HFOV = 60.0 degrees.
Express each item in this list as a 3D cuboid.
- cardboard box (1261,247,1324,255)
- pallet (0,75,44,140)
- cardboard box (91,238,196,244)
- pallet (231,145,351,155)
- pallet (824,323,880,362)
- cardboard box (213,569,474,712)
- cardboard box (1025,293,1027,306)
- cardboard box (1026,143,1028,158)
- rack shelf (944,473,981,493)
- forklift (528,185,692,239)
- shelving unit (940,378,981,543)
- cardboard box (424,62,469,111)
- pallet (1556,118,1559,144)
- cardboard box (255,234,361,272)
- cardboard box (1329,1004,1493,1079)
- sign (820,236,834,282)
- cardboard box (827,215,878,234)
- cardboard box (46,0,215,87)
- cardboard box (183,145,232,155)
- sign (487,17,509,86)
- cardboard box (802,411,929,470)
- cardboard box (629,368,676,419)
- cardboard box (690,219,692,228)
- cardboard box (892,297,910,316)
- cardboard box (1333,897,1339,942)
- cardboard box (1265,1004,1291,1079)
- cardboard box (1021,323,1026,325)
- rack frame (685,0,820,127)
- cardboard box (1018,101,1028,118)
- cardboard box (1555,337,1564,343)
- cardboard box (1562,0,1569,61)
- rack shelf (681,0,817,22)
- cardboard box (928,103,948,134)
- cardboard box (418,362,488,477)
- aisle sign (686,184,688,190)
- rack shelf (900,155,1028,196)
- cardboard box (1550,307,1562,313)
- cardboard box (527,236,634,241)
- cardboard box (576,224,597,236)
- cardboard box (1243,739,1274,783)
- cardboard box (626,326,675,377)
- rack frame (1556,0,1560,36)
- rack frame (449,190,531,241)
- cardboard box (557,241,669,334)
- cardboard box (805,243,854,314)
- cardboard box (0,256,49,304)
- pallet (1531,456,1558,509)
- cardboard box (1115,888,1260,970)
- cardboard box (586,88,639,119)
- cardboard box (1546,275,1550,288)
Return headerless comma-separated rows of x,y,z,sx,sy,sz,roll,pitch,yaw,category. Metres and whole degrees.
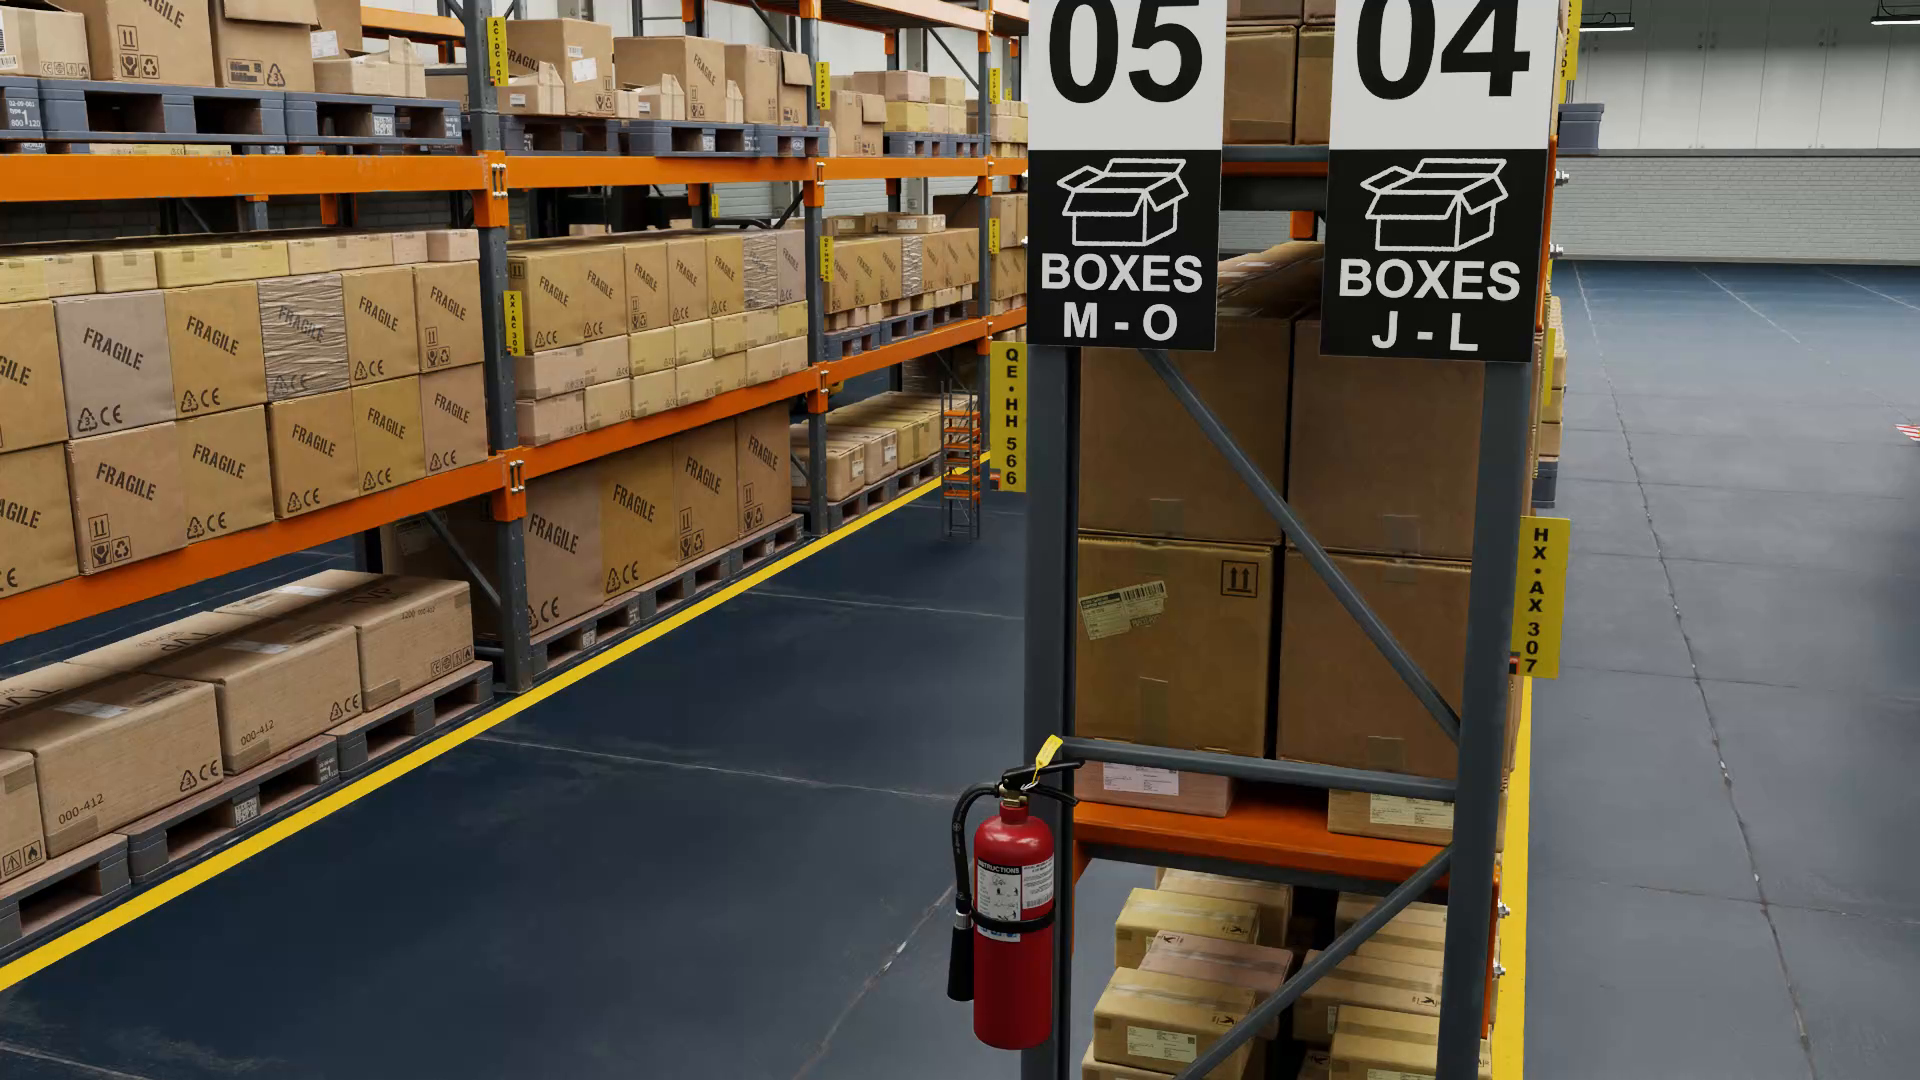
1.396,-0.838,6.278,0.500,0.500,0.500,4,13,17,cardboard box
-3.855,-1.413,5.398,1.003,0.211,1.213,4,14,18,pallet
-3.504,-1.212,7.126,0.380,0.149,0.250,4,14,18,cardboard box
-6.059,-3.398,14.318,1.213,0.211,1.003,5,14,21,pallet
-1.367,-1.586,13.126,1.213,0.211,1.003,4,14,18,pallet
-3.095,0.489,8.417,0.875,0.438,0.875,4,13,18,cardboard box
0.626,-2.553,17.498,0.380,0.149,0.250,4,14,19,cardboard box
0.631,-4.017,17.170,0.380,0.149,0.250,4,13,17,cardboard box
0.005,-0.428,12.404,0.258,0.103,0.180,4,14,18,rack shelf
-2.732,-1.774,13.675,1.130,2.935,3.031,5,14,19,forklift
0.005,-0.588,12.368,0.258,1.200,0.189,4,14,18,shelving unit
-2.704,-2.504,9.233,0.500,0.311,0.500,4,14,18,cardboard box
2.559,-2.056,8.436,1.213,0.211,1.003,4,14,18,pallet
-2.932,-1.290,7.470,0.380,0.149,0.250,4,14,18,cardboard box
1.123,1.307,4.146,0.380,0.149,0.250,4,13,16,cardboard box
-0.970,-2.047,12.113,0.100,0.325,0.005,4,14,18,sign
-0.943,-2.769,14.584,0.380,0.149,0.250,5,14,22,cardboard box
-3.291,-2.016,6.444,0.500,0.500,0.500,5,14,19,cardboard box
-6.131,-3.142,13.109,0.500,0.250,0.500,4,13,17,cardboard box
-2.265,-2.393,8.150,0.100,0.325,0.005,4,14,18,sign
-0.822,-0.879,14.559,0.950,0.372,0.625,5,14,20,cardboard box
-2.052,-0.896,10.009,0.500,0.250,0.500,4,14,18,cardboard box
-3.522,-3.982,20.843,0.380,0.149,0.250,4,14,19,cardboard box
-0.647,-1.996,14.112,0.380,0.149,0.250,5,14,20,cardboard box
1.363,1.226,5.171,0.380,0.149,0.250,4,13,16,cardboard box
0.759,1.446,4.873,0.380,0.149,0.250,4,14,18,cardboard box
0.590,-2.202,17.487,0.380,0.149,0.250,5,14,22,cardboard box
-1.496,-4.446,11.746,1.000,3.000,0.127,4,14,18,rack frame
0.469,-4.301,16.621,0.380,0.149,0.250,4,14,18,cardboard box
2.658,-0.879,7.884,0.380,0.149,0.250,4,14,19,cardboard box
1.524,-1.531,4.927,0.500,0.250,0.500,4,13,16,cardboard box
-2.144,-3.480,10.026,1.077,0.370,4.000,4,14,18,rack shelf
-0.423,-3.718,14.690,0.500,0.250,0.500,5,14,19,cardboard box
-2.699,-0.612,8.204,0.500,0.500,0.500,4,14,19,cardboard box
-3.307,-4.823,21.035,0.394,0.787,0.004,4,14,18,aisle sign
0.445,-3.897,17.695,1.077,0.370,4.000,4,14,18,rack shelf
3.244,-1.258,9.544,0.380,0.149,0.250,5,14,20,cardboard box
-2.387,-1.653,10.516,0.500,0.500,0.500,5,14,19,cardboard box
-4.263,-3.439,18.463,0.380,0.149,0.250,5,14,20,cardboard box
0.586,0.482,4.201,0.380,0.149,0.250,4,14,18,cardboard box
-2.051,-1.139,9.949,0.500,0.250,0.500,5,14,19,cardboard box
0.632,-2.427,2.898,1.000,3.000,0.127,4,14,18,rack frame
-4.900,-2.720,17.666,1.000,3.000,0.127,4,14,18,rack frame
-2.073,-1.502,9.857,0.500,0.500,0.500,4,13,17,cardboard box
-1.132,-1.998,12.665,0.500,0.500,0.500,4,13,17,cardboard box
-3.430,-0.908,5.796,0.380,0.149,0.250,4,13,17,cardboard box
2.311,-0.401,7.936,1.003,0.211,1.213,4,14,18,pallet
0.662,1.151,4.831,0.380,0.149,0.250,4,13,17,cardboard box
-2.050,-2.474,9.426,0.380,0.166,0.250,3,13,15,cardboard box
1.536,-0.581,5.152,0.500,0.500,0.500,4,13,17,cardboard box
